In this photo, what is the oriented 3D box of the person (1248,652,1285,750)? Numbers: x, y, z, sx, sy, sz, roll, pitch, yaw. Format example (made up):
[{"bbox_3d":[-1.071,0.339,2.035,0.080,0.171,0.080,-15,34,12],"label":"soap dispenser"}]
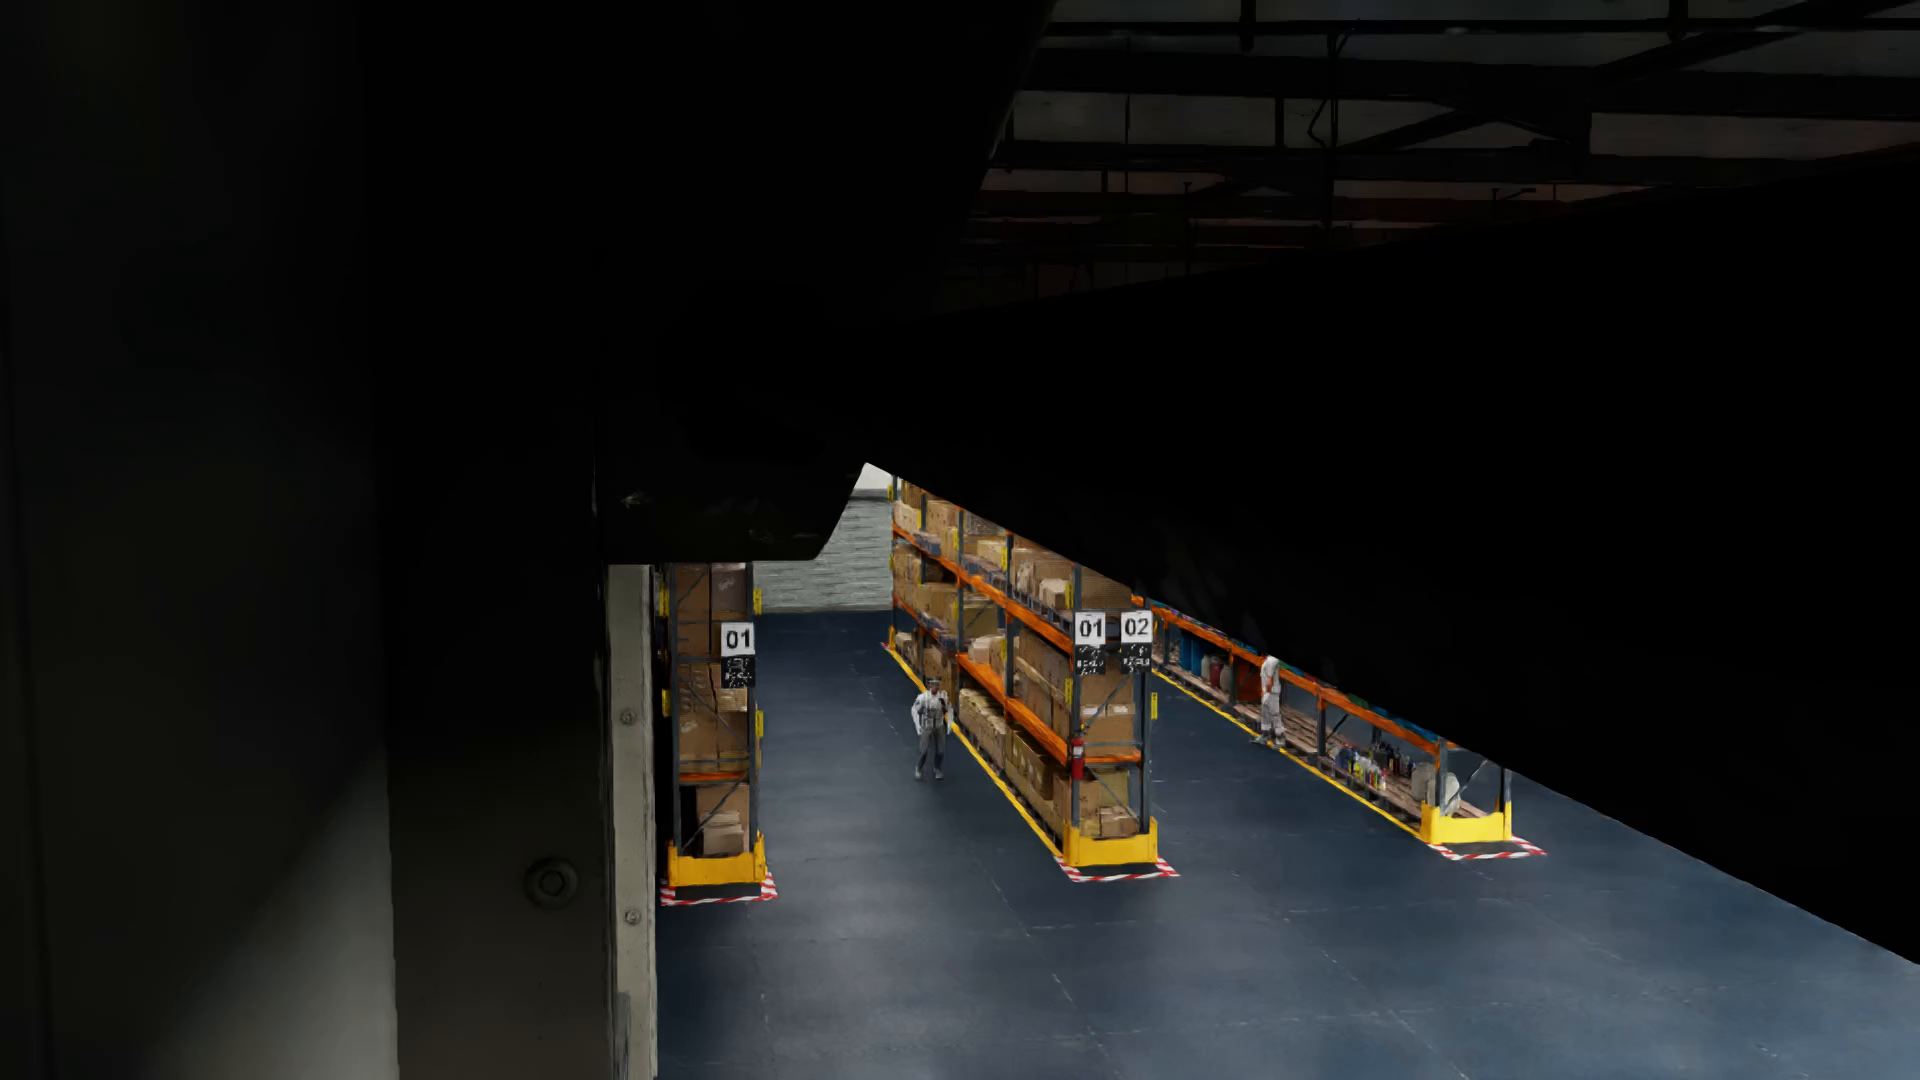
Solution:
[{"bbox_3d":[5.021,2.495,27.178,0.589,1.786,0.661,1,6,8],"label":"person"}]

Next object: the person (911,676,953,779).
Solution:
[{"bbox_3d":[-0.416,2.816,25.116,0.639,1.632,0.506,-1,6,-12],"label":"person"}]
